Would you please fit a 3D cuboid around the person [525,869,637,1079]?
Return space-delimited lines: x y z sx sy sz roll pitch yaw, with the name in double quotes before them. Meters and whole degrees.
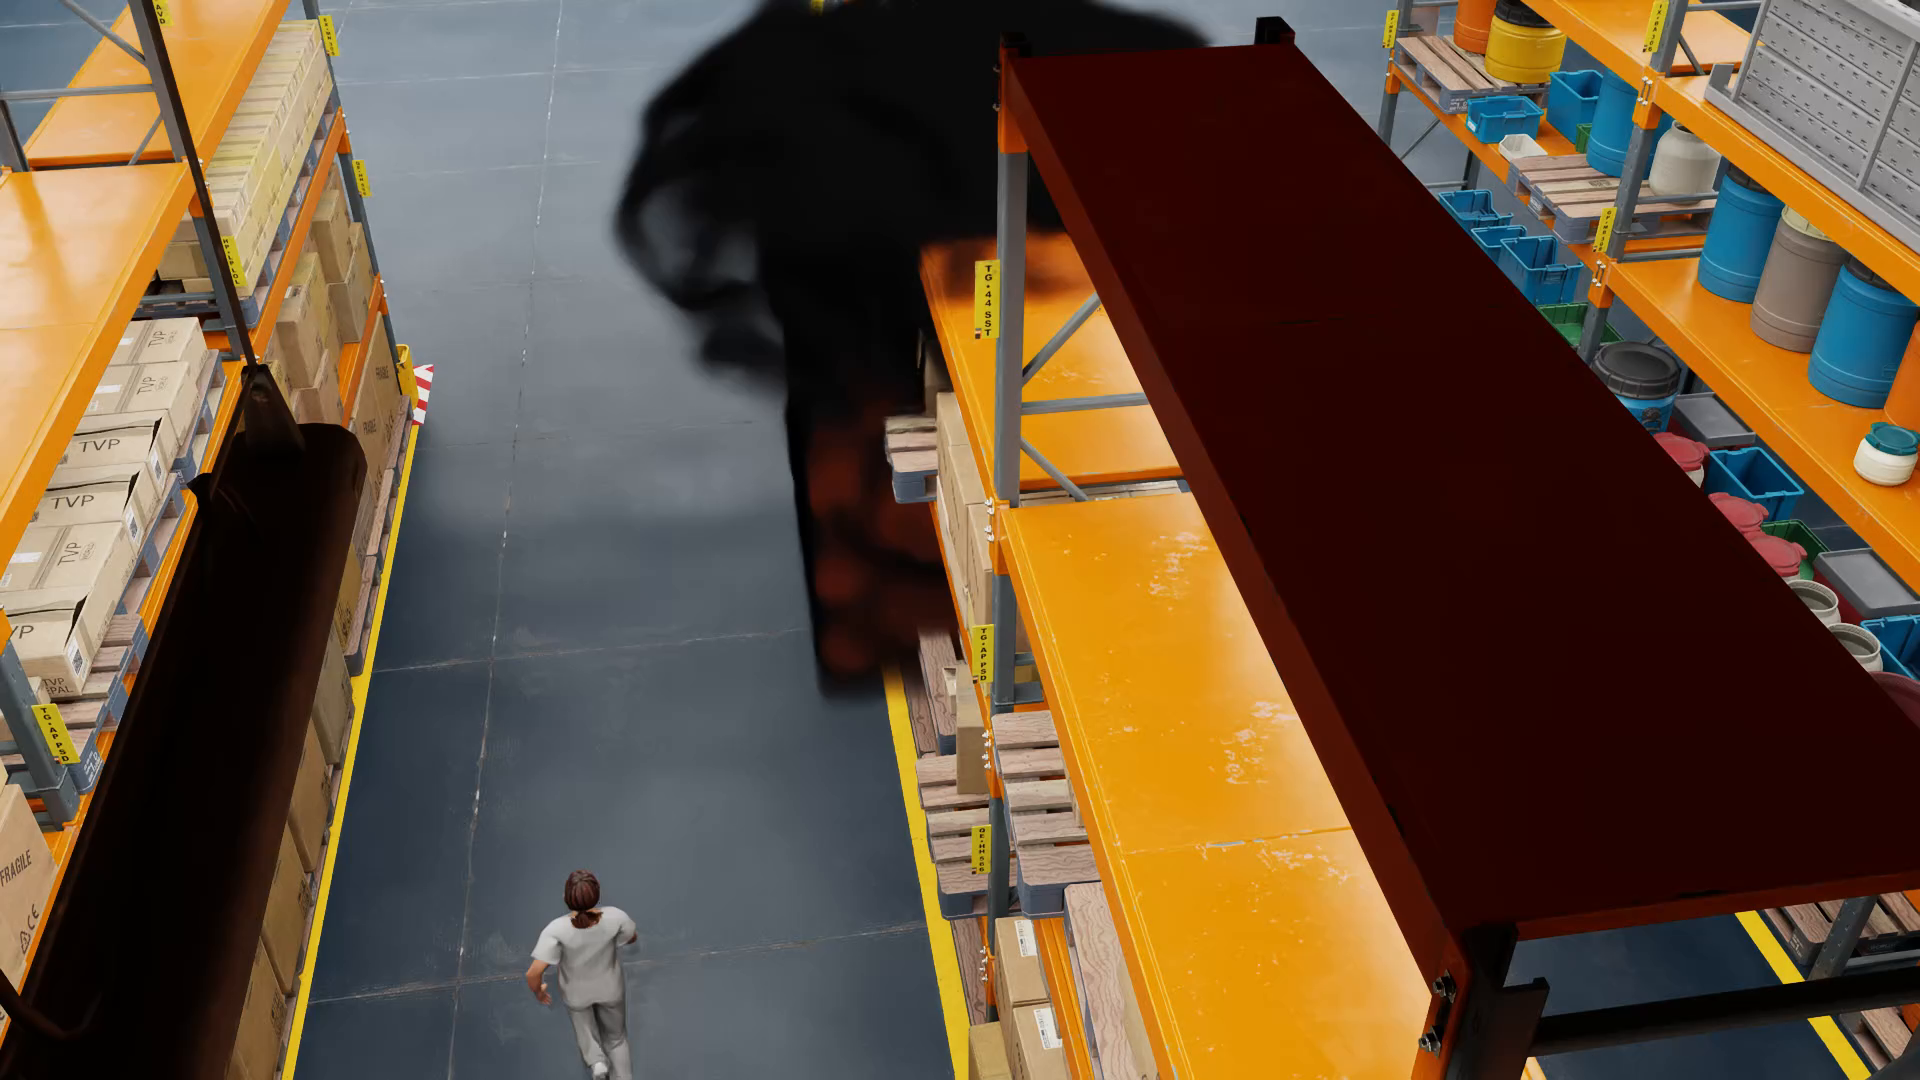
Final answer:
"person" -1.975 2.365 8.848 0.582 1.622 0.744 -10 37 -13
